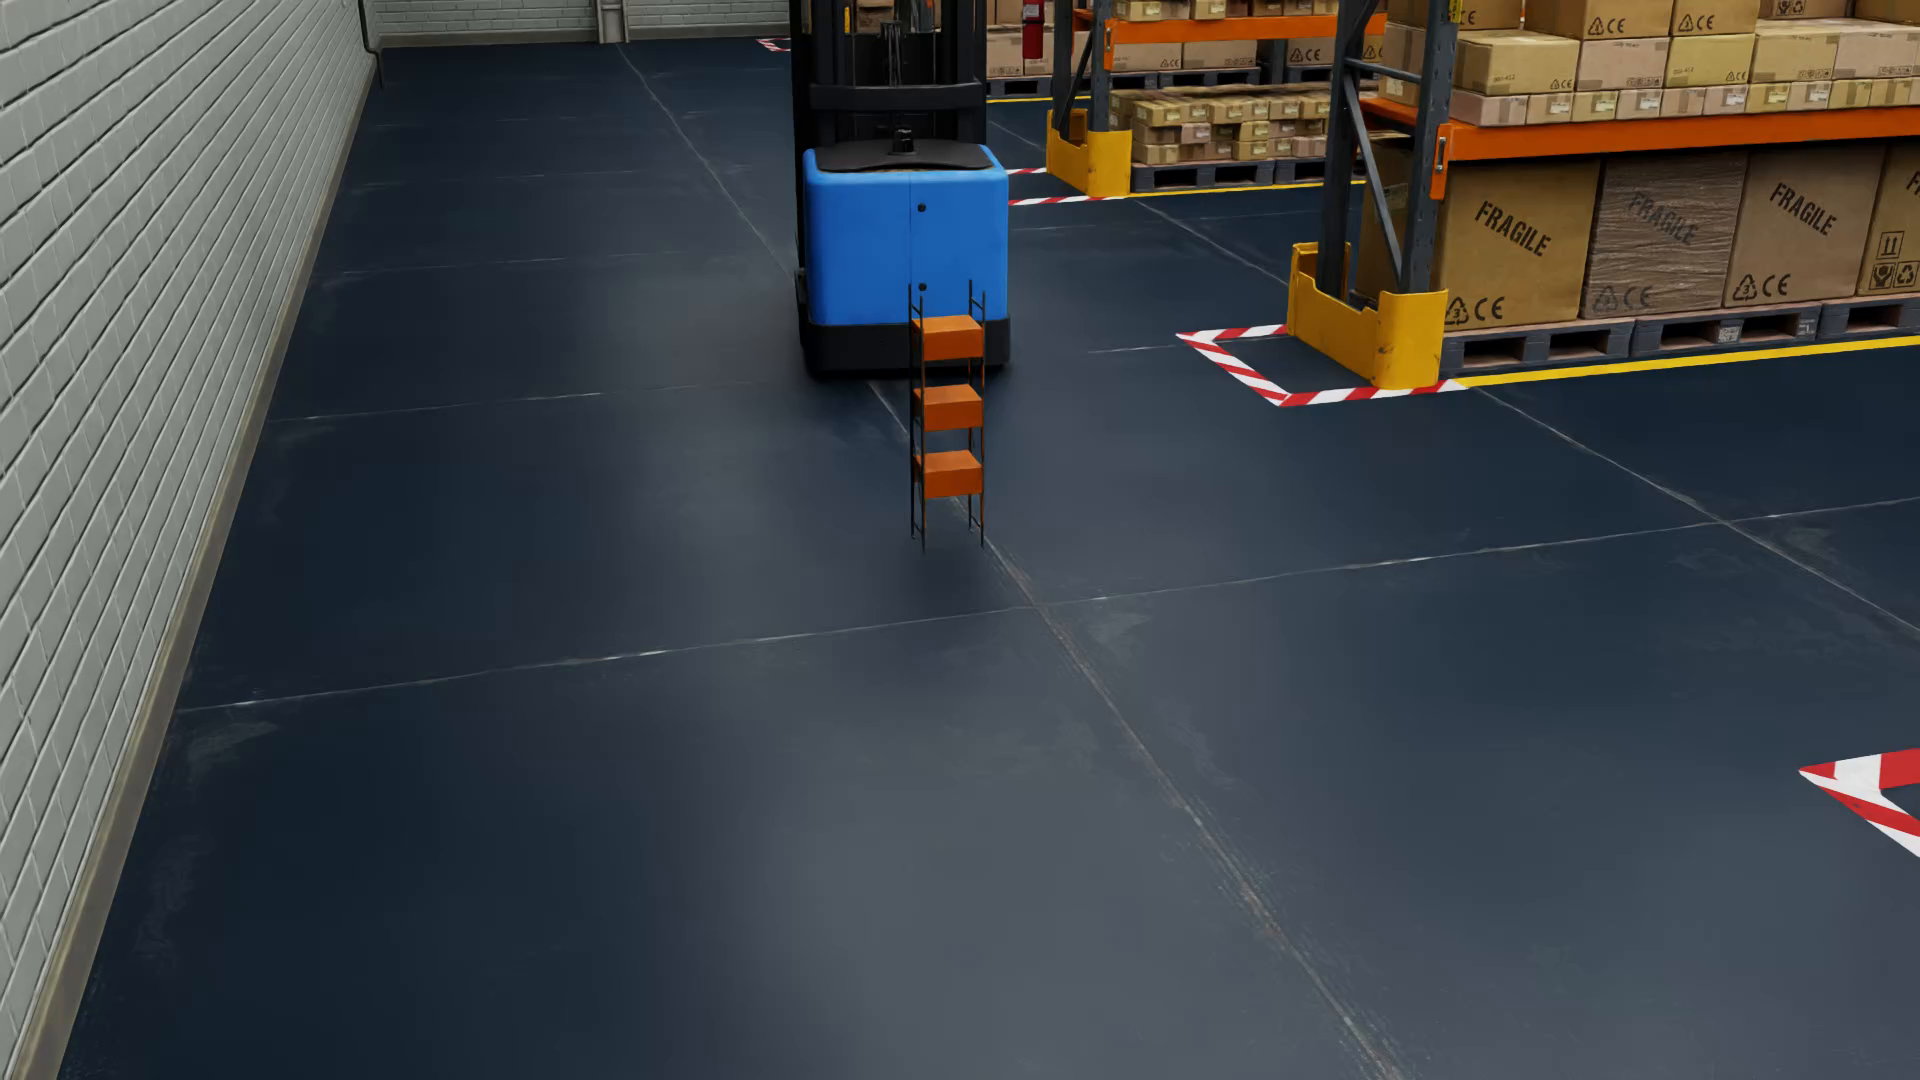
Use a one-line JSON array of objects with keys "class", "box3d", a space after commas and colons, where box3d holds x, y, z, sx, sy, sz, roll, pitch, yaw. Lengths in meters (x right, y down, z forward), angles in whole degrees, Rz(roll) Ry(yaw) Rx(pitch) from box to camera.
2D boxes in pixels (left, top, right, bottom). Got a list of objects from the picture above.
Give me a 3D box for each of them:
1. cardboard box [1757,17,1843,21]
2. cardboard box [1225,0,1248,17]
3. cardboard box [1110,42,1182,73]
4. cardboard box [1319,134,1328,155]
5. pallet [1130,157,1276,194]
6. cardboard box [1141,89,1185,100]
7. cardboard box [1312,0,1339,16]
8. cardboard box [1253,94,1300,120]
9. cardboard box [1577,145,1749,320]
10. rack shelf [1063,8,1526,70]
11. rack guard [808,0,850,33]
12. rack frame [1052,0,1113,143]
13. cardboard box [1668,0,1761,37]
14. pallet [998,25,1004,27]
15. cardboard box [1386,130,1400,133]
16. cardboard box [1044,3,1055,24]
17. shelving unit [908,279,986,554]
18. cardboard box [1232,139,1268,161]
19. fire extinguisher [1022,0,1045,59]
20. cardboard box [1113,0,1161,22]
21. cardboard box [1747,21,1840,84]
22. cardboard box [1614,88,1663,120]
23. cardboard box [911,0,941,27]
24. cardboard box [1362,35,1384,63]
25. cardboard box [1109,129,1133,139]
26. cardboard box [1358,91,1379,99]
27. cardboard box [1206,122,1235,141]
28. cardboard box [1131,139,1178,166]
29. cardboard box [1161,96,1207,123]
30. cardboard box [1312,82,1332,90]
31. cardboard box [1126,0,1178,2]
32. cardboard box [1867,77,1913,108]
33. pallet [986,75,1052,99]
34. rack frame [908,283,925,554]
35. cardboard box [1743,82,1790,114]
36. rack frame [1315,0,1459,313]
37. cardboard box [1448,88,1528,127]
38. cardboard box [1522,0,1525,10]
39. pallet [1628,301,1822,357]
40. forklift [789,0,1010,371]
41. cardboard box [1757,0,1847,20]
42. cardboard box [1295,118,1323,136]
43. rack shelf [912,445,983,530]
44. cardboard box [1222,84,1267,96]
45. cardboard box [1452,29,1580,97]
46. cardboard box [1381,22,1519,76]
[{"class": "cardboard box", "box3d": [4.549, -2.819, 9.330, 0.500, 0.250, 0.500, -6, 24, -13]}, {"class": "cardboard box", "box3d": [2.076, -4.204, 13.062, 0.250, 0.149, 0.380, -5, 24, -12]}, {"class": "cardboard box", "box3d": [1.877, -5.467, 18.403, 0.875, 0.438, 0.875, -7, 24, -16]}, {"class": "cardboard box", "box3d": [3.032, -3.265, 13.639, 0.250, 0.149, 0.380, -6, 24, -14]}, {"class": "pallet", "box3d": [1.821, -3.078, 13.656, 1.213, 0.211, 1.003, -6, 24, -14]}, {"class": "cardboard box", "box3d": [1.654, -3.592, 13.646, 0.250, 0.149, 0.380, -6, 24, -13]}, {"class": "cardboard box", "box3d": [2.844, -4.259, 13.189, 0.250, 0.149, 0.380, -5, 24, -12]}, {"class": "cardboard box", "box3d": [2.548, -3.499, 13.428, 0.250, 0.149, 0.380, -5, 24, -12]}, {"class": "cardboard box", "box3d": [3.669, -1.797, 9.295, 0.875, 0.875, 0.875, -6, 24, -14]}, {"class": "rack shelf", "box3d": [2.881, -4.161, 13.555, 4.000, 0.370, 1.077, -6, 24, -14]}, {"class": "rack guard", "box3d": [-1.750, -6.890, 22.175, 0.348, 0.500, 1.175, -6, 24, -14]}, {"class": "rack frame", "box3d": [0.956, -4.278, 12.917, 0.127, 3.000, 1.000, -6, 24, -14]}, {"class": "cardboard box", "box3d": [3.712, -2.856, 8.465, 0.500, 0.500, 0.500, -7, 24, -16]}, {"class": "pallet", "box3d": [0.190, -6.971, 22.730, 1.213, 0.211, 1.003, -6, 24, -14]}, {"class": "cardboard box", "box3d": [3.571, -3.477, 13.755, 0.250, 0.149, 0.380, -6, 24, -13]}, {"class": "cardboard box", "box3d": [1.227, -7.185, 22.625, 0.258, 0.266, 0.396, -5, 24, -12]}, {"class": "shelving unit", "box3d": [-0.052, -0.477, 6.530, 0.252, 1.050, 0.215, -6, 24, -14]}, {"class": "cardboard box", "box3d": [2.289, -3.169, 13.415, 0.250, 0.149, 0.380, -6, 24, -14]}, {"class": "fire extinguisher", "box3d": [0.588, -4.220, 13.352, 0.183, 0.674, 0.296, -6, 24, -14]}, {"class": "cardboard box", "box3d": [1.356, -4.073, 12.757, 0.250, 0.149, 0.380, -7, 24, -15]}, {"class": "cardboard box", "box3d": [4.218, -2.569, 8.745, 0.500, 0.250, 0.500, -7, 24, -15]}, {"class": "cardboard box", "box3d": [3.373, -2.265, 8.544, 0.250, 0.149, 0.380, -7, 24, -15]}, {"class": "cardboard box", "box3d": [-0.375, -7.181, 22.319, 0.500, 0.500, 0.700, -5, 24, -12]}, {"class": "cardboard box", "box3d": [4.815, -5.985, 19.057, 0.875, 0.875, 0.875, -6, 24, -13]}, {"class": "cardboard box", "box3d": [1.406, -3.297, 13.712, 0.250, 0.149, 0.380, -6, 24, -13]}, {"class": "cardboard box", "box3d": [3.299, -3.557, 13.565, 0.250, 0.149, 0.380, -7, 24, -16]}, {"class": "cardboard box", "box3d": [2.020, -3.324, 13.398, 0.250, 0.149, 0.380, -6, 24, -14]}, {"class": "cardboard box", "box3d": [1.547, -3.096, 13.243, 0.250, 0.149, 0.380, -6, 24, -13]}, {"class": "cardboard box", "box3d": [1.785, -3.437, 13.283, 0.250, 0.149, 0.380, -6, 24, -13]}, {"class": "cardboard box", "box3d": [3.156, -3.757, 14.031, 0.250, 0.149, 0.380, -7, 24, -17]}, {"class": "cardboard box", "box3d": [1.462, -4.404, 12.706, 0.500, 0.500, 0.500, -5, 24, -12]}, {"class": "cardboard box", "box3d": [4.854, -2.429, 8.924, 0.250, 0.149, 0.380, -6, 24, -13]}, {"class": "pallet", "box3d": [0.270, -4.980, 18.089, 1.213, 0.211, 1.003, -6, 24, -14]}, {"class": "rack frame", "box3d": [-0.169, -0.464, 6.499, 0.008, 1.050, 0.200, -6, 24, -14]}, {"class": "cardboard box", "box3d": [4.110, -2.346, 8.732, 0.250, 0.149, 0.380, -7, 24, -16]}, {"class": "rack frame", "box3d": [2.198, -2.385, 8.503, 0.127, 3.000, 1.000, -6, 24, -14]}, {"class": "cardboard box", "box3d": [2.629, -2.182, 8.349, 0.250, 0.149, 0.380, -6, 24, -14]}, {"class": "cardboard box", "box3d": [4.377, -4.401, 13.521, 0.250, 0.149, 0.380, -7, 24, -16]}, {"class": "pallet", "box3d": [4.119, -1.346, 9.620, 1.213, 0.211, 1.003, -6, 24, -14]}, {"class": "forklift", "box3d": [-0.425, -2.769, 9.485, 1.130, 2.935, 3.031, -3, 23, -6]}, {"class": "cardboard box", "box3d": [4.543, -3.162, 9.178, 0.500, 0.500, 0.500, -7, 24, -16]}, {"class": "cardboard box", "box3d": [2.776, -3.419, 13.619, 0.250, 0.149, 0.380, -5, 24, -12]}, {"class": "rack shelf", "box3d": [-0.052, -0.212, 6.643, 0.240, 0.259, 0.215, -6, 24, -14]}, {"class": "cardboard box", "box3d": [2.379, -3.721, 13.947, 0.250, 0.149, 0.380, -5, 24, -12]}, {"class": "cardboard box", "box3d": [2.733, -2.401, 8.354, 0.500, 0.250, 0.500, -7, 24, -16]}, {"class": "cardboard box", "box3d": [2.593, -2.605, 8.829, 0.500, 0.250, 0.500, -7, 24, -15]}]
